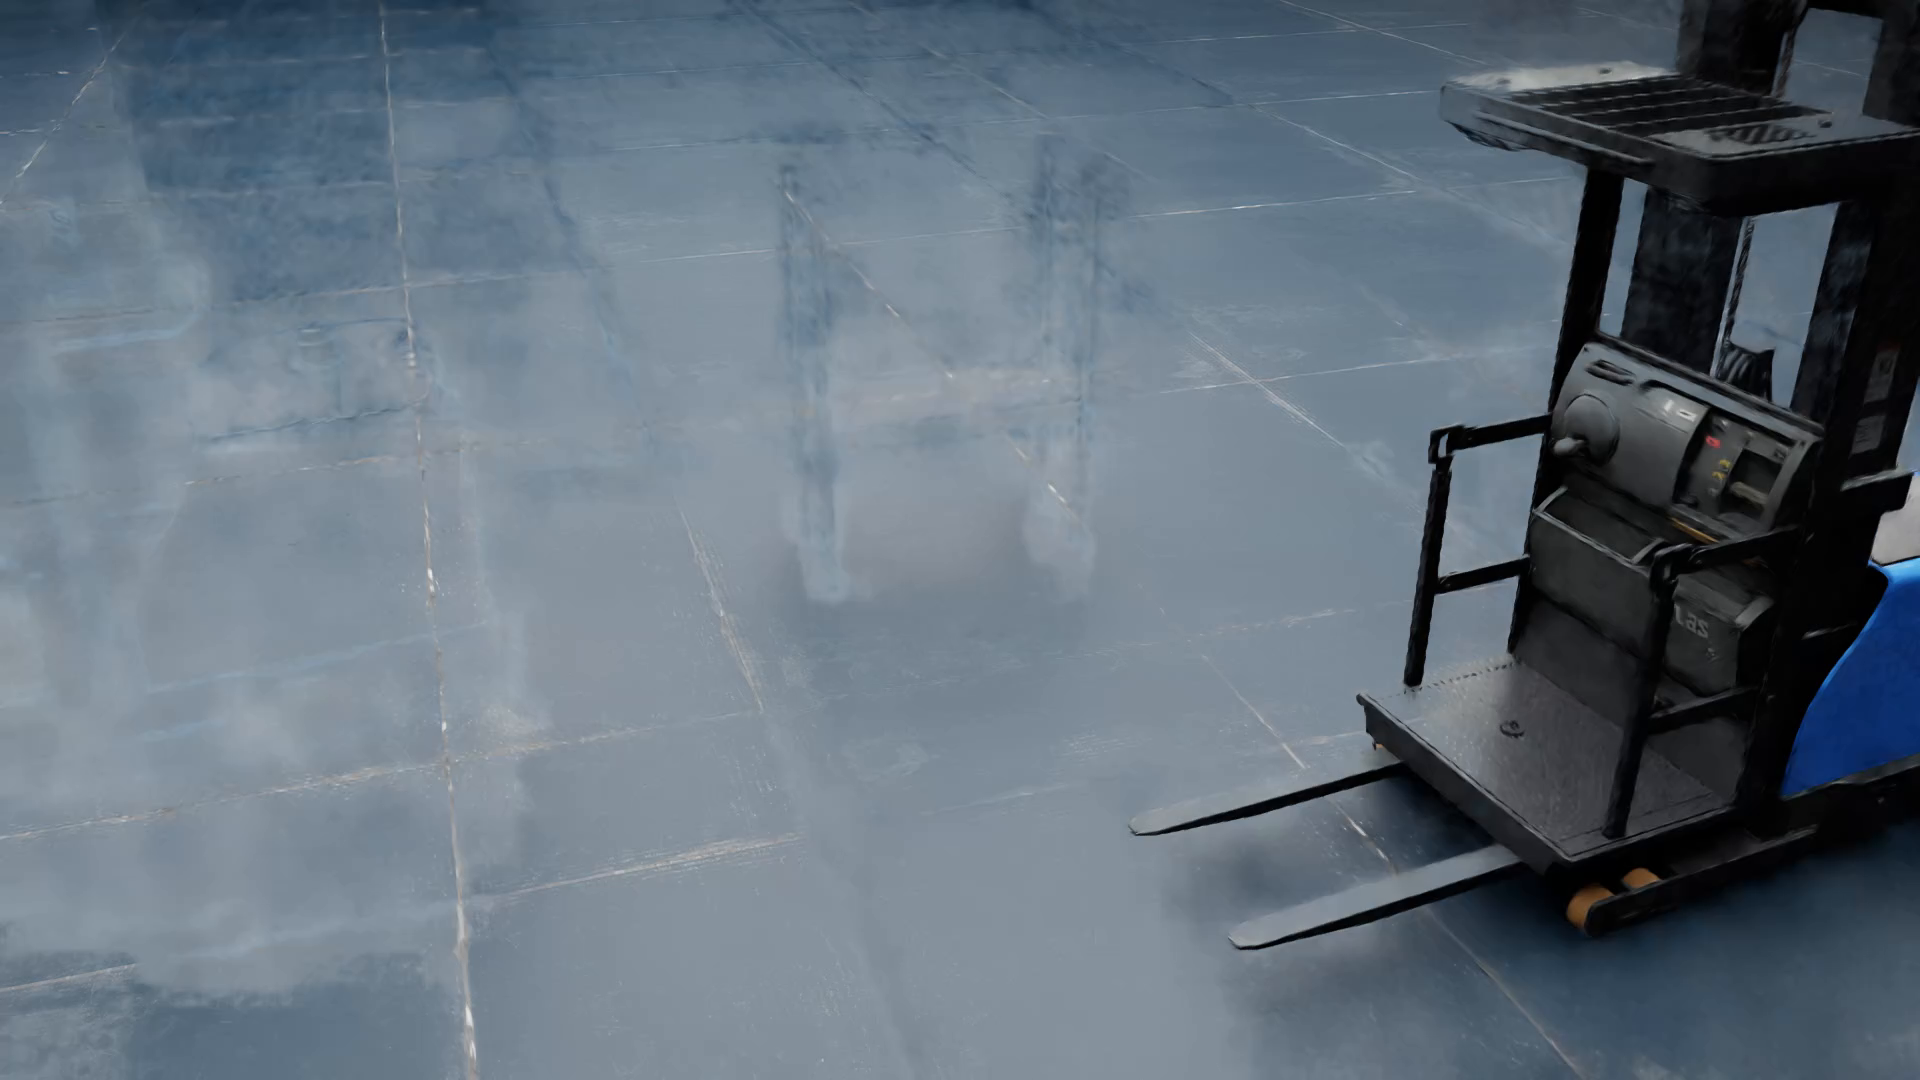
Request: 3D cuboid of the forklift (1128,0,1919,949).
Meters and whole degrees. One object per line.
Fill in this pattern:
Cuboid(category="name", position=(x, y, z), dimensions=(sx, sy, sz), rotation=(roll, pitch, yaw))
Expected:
Cuboid(category="forklift", position=(-3.109, -0.704, 4.873), dimensions=(3.031, 2.935, 1.130), rotation=(-11, 29, -21))
